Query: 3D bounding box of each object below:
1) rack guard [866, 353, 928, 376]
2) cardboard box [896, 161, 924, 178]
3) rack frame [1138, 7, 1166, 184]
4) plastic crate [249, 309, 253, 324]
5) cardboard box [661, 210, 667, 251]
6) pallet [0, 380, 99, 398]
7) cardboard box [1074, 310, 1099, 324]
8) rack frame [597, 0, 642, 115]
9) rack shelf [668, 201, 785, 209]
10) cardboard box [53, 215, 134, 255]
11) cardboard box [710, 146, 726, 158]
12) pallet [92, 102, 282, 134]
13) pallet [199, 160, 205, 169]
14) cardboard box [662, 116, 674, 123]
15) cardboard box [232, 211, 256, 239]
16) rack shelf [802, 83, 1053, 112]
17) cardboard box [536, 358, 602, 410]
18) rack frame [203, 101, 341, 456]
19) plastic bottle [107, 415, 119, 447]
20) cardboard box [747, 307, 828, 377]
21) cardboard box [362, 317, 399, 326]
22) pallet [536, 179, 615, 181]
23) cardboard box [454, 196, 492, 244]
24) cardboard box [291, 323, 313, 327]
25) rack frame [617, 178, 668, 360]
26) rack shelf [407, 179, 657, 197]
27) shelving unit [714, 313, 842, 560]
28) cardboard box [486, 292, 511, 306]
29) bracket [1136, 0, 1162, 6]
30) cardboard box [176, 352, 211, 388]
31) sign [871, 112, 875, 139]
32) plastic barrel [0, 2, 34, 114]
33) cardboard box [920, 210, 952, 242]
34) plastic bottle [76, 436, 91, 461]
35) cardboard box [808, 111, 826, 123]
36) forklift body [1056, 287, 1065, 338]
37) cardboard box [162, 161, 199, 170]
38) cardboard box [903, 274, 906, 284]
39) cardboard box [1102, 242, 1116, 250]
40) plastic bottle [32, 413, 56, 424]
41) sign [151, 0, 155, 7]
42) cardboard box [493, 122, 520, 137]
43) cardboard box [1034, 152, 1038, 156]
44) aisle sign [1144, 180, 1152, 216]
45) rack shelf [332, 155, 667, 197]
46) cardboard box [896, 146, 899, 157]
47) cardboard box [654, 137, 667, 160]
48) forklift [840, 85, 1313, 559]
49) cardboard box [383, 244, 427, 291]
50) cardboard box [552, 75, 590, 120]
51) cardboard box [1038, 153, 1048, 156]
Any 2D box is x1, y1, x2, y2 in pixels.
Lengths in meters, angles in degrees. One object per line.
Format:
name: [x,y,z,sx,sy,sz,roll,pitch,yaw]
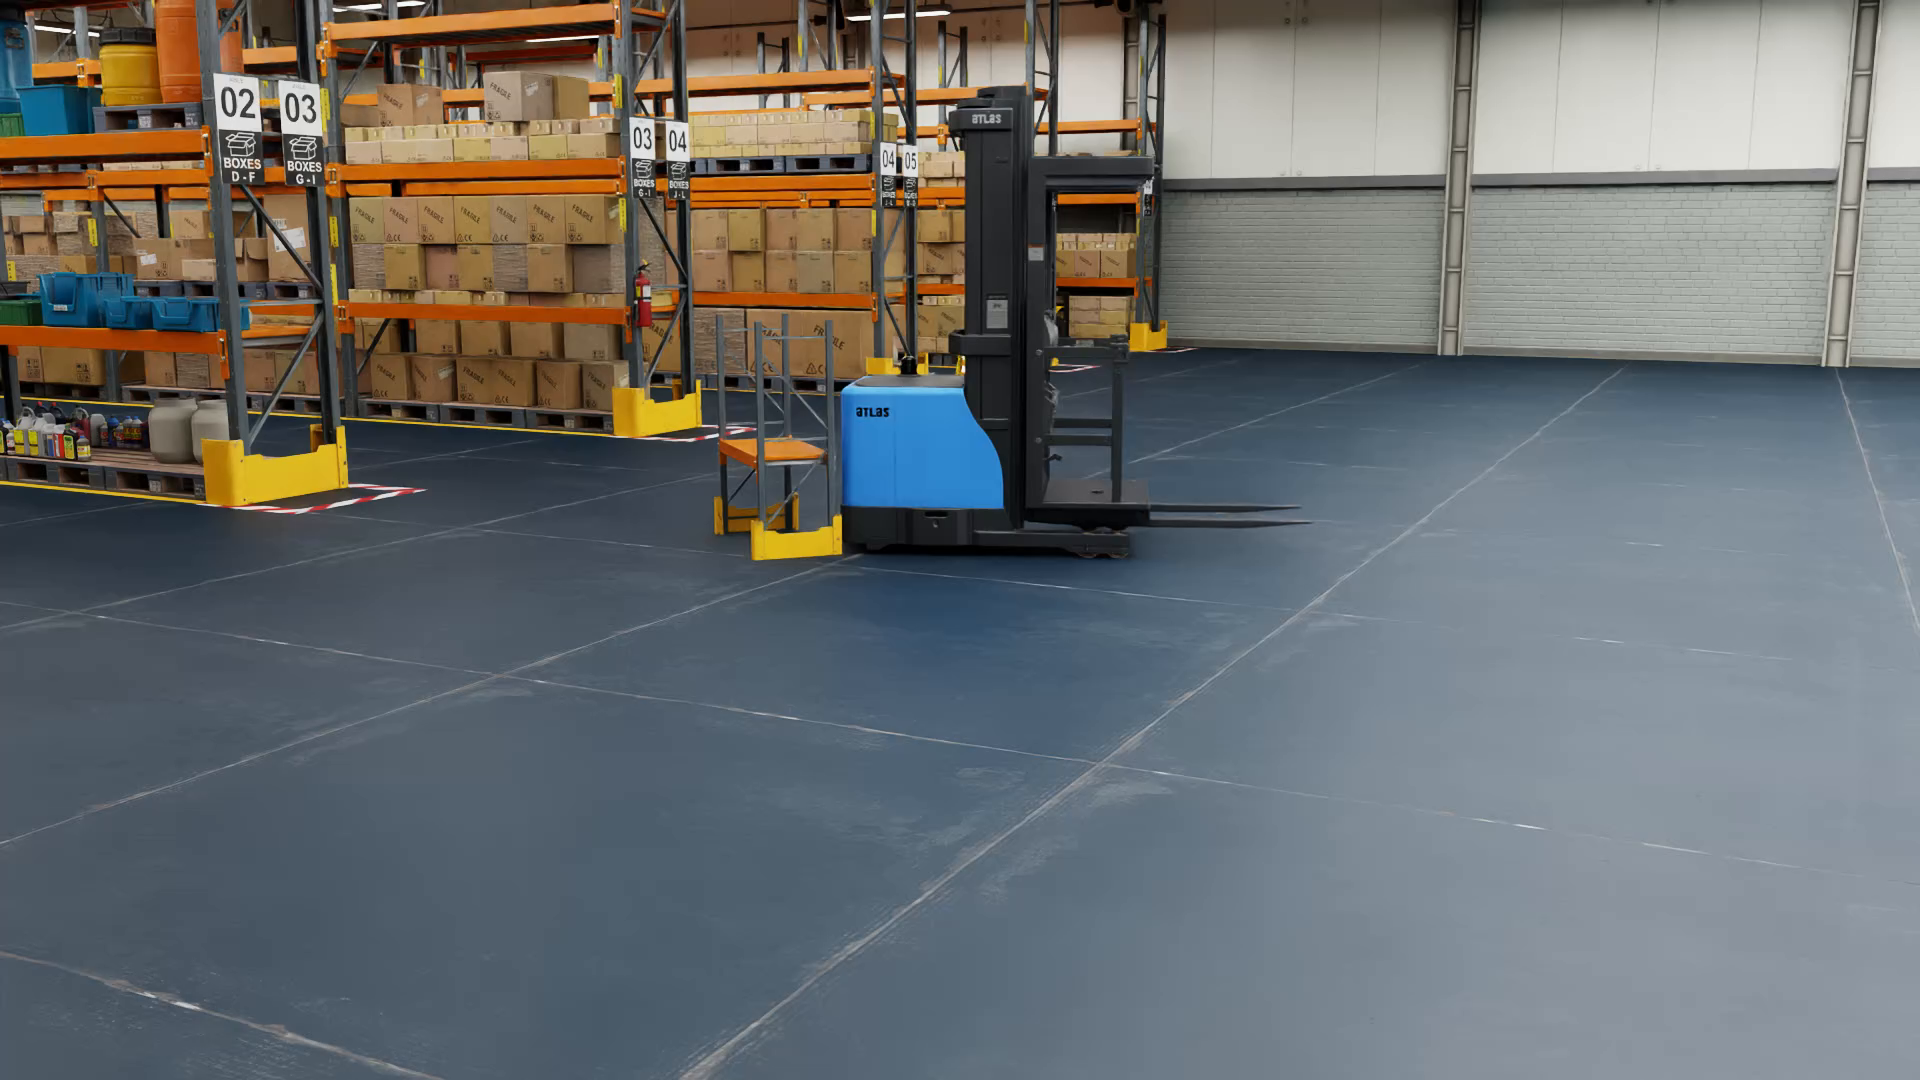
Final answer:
rack guard: [-0.817,-2.179,21.869,0.348,0.500,1.175,5,11,26]
cardboard box: [-0.689,-5.875,26.433,0.500,0.250,0.500,5,11,26]
rack frame: [3.454,-7.955,29.916,0.127,3.000,1.000,5,11,26]
plastic crate: [-5.975,-1.828,13.650,0.250,0.136,0.298,5,11,26]
cardboard box: [-4.110,-4.297,23.098,0.550,0.550,0.875,5,11,26]
pallet: [-12.062,-2.056,21.997,1.213,0.211,1.003,5,11,26]
cardboard box: [2.434,-4.132,30.778,0.500,0.250,0.500,5,11,25]
rack frame: [-5.913,-7.792,29.018,0.127,3.000,1.000,5,11,26]
rack shelf: [-5.514,-6.913,34.602,4.000,0.370,1.077,5,11,26]
cardboard box: [-10.946,-3.861,21.041,0.637,0.503,0.797,5,12,28]
cardboard box: [-3.106,-5.152,22.096,0.250,0.149,0.380,5,11,26]
pallet: [-6.014,-3.300,13.149,1.213,0.211,1.003,5,11,26]
pallet: [-8.149,-4.473,19.627,1.003,0.211,1.213,5,11,26]
cardboard box: [-3.793,-5.604,22.357,0.250,0.149,0.380,5,11,25]
cardboard box: [-11.897,-5.119,27.169,0.500,0.500,0.500,5,12,27]
rack shelf: [-0.532,-6.964,26.470,4.000,0.370,1.077,5,11,26]
cardboard box: [-4.227,-1.697,18.026,0.500,0.500,0.500,9,14,41]
rack frame: [-5.315,-1.836,12.953,0.127,3.000,1.000,5,11,26]
plastic bottle: [-7.382,-0.954,14.502,0.097,0.271,0.097,0,10,0]
cardboard box: [-2.266,-2.684,22.427,0.875,0.875,0.875,5,11,25]
cardboard box: [-8.742,-3.399,25.325,0.500,0.250,0.500,5,11,24]
pallet: [-5.269,-5.173,23.504,1.217,0.209,0.805,5,11,24]
cardboard box: [-5.069,-3.438,17.878,0.500,0.500,0.500,5,11,26]
cardboard box: [-10.103,-3.152,26.066,0.500,0.500,0.500,5,12,27]
rack frame: [-4.425,-3.727,23.398,0.127,3.000,1.000,5,11,26]
rack shelf: [-6.219,-5.006,24.066,4.000,0.370,1.077,5,11,26]
shelving unit: [-1.227,-0.716,10.976,0.587,1.500,1.083,-4,11,-21]
cardboard box: [-4.862,-2.595,17.848,0.250,0.149,0.380,5,11,26]
bracket: [3.444,-9.836,30.200,0.430,0.232,0.235,5,11,26]
cardboard box: [-9.185,-2.153,20.486,0.500,0.500,0.700,4,11,21]
sign: [-1.091,-5.199,20.845,0.005,0.325,0.100,5,11,26]
plastic barrel: [-8.057,-3.985,13.818,0.708,0.901,0.600,5,11,26]
cardboard box: [-0.247,-4.968,26.332,0.500,0.500,0.700,5,11,25]
plastic bottle: [-7.156,-0.750,13.576,0.097,0.201,0.097,0,10,0]
cardboard box: [-1.744,-5.424,21.363,0.250,0.149,0.380,5,12,27]
forklift body: [0.946,-4.443,29.742,1.214,2.155,2.313,5,11,26]
cardboard box: [-9.064,-4.503,19.685,0.500,0.250,0.500,5,12,27]
cardboard box: [-0.804,-4.208,26.762,0.250,0.149,0.380,5,11,26]
cardboard box: [2.777,-5.369,30.373,0.250,0.149,0.380,5,12,27]
plastic bottle: [-8.068,-0.982,14.647,0.135,0.276,0.152,5,11,26]
sign: [-10.067,-6.796,20.666,0.005,0.325,0.100,5,11,26]
cardboard box: [-4.674,-4.301,17.453,0.250,0.149,0.380,4,11,23]
cardboard box: [1.033,-6.015,26.088,0.250,0.149,0.380,5,11,25]
aisle sign: [3.383,-6.230,29.931,0.004,0.787,0.394,5,11,26]
rack shelf: [-4.917,-3.907,17.992,4.000,0.370,1.077,5,11,26]
cardboard box: [-1.004,-5.098,21.798,0.250,0.149,0.380,5,11,26]
cardboard box: [-3.441,-4.109,17.508,0.500,0.250,0.500,5,12,28]
forklift: [0.773,-1.420,10.846,3.031,2.935,1.130,1,10,5]
cardboard box: [-5.902,-3.048,18.531,0.500,0.500,0.875,5,11,26]
cardboard box: [-4.335,-4.705,17.861,0.500,0.500,0.500,5,11,26]
cardboard box: [1.567,-6.931,30.928,0.637,0.503,0.797,5,12,28]
